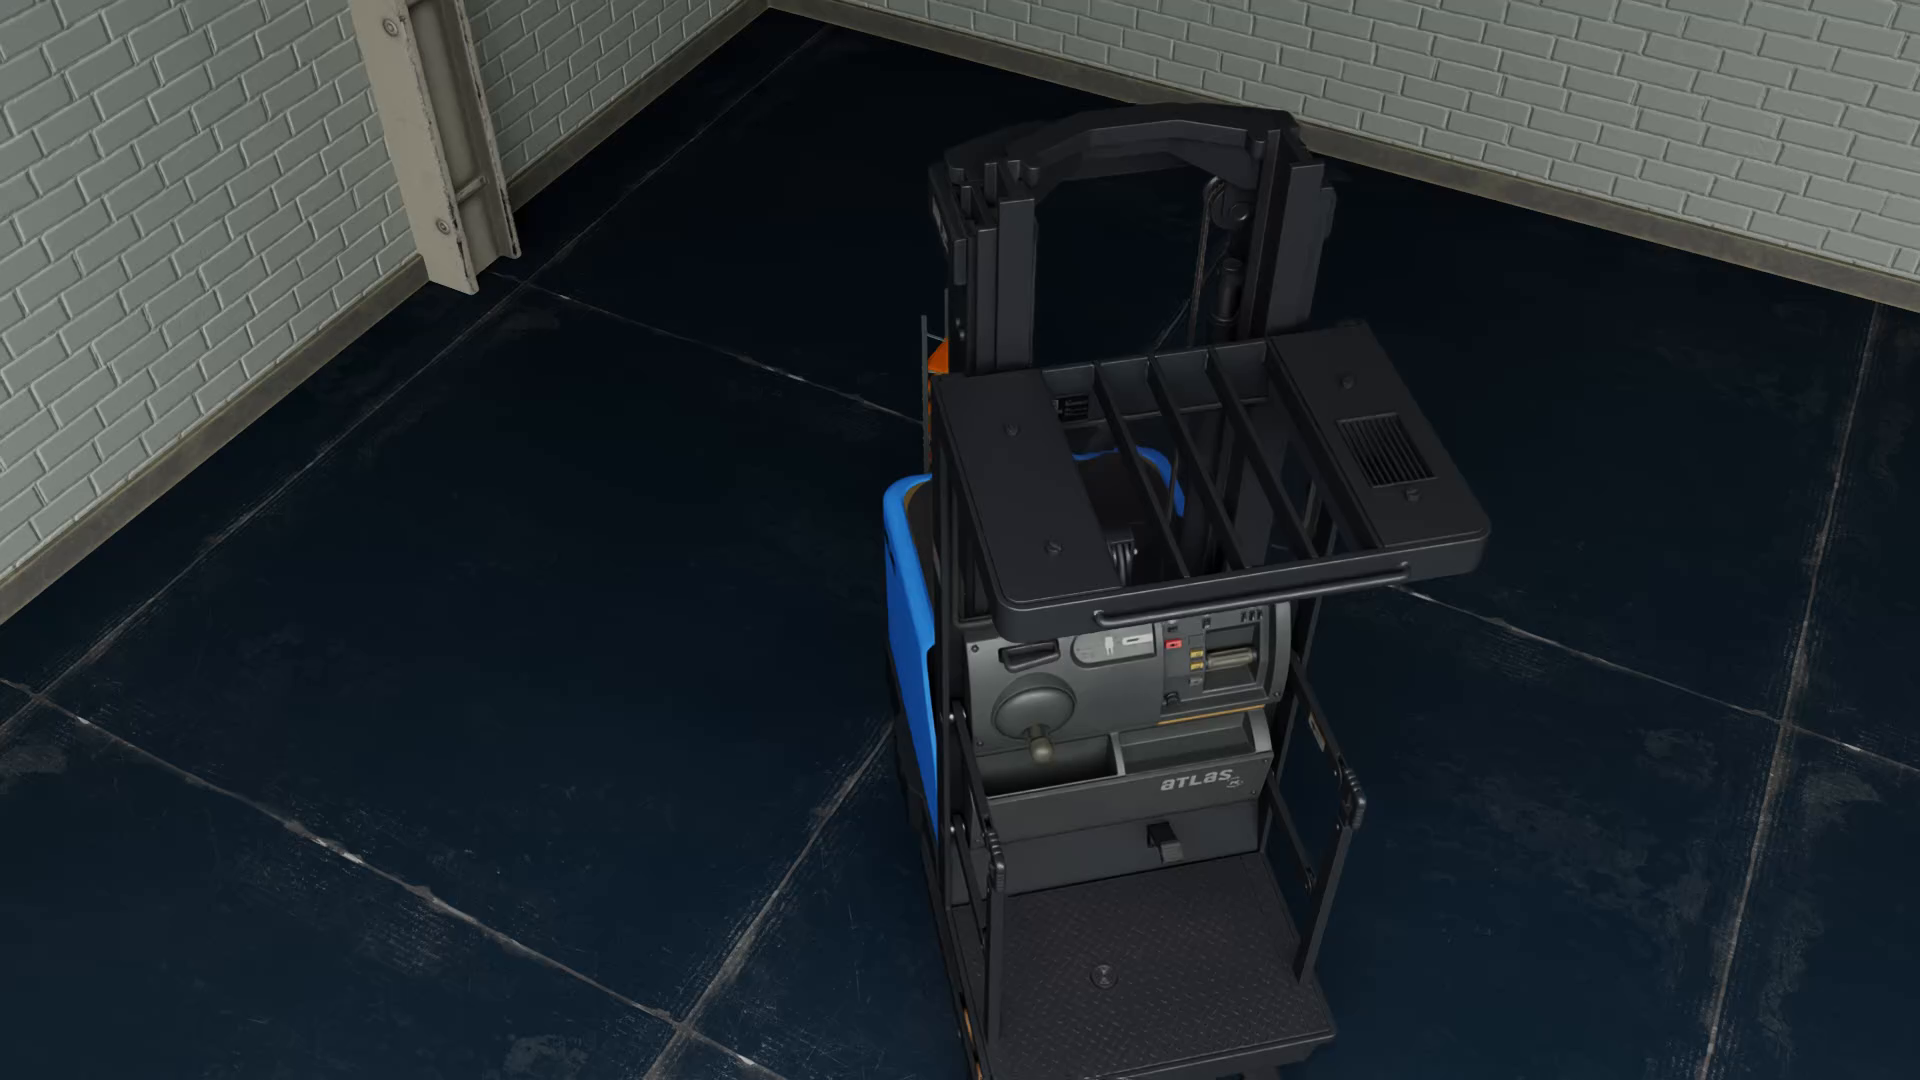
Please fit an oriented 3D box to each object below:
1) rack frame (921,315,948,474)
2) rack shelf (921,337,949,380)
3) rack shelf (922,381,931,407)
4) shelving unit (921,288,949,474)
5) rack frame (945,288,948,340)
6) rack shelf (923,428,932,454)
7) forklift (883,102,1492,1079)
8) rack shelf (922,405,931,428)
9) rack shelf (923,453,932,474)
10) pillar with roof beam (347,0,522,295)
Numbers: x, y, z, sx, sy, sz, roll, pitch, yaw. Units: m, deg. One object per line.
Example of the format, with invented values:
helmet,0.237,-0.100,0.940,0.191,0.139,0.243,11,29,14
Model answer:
rack frame,-0.036,-0.373,6.555,0.240,1.200,0.006,20,49,19
rack shelf,0.007,-0.653,6.388,0.258,0.103,0.180,20,49,19
rack shelf,0.007,-0.568,6.473,0.258,0.103,0.180,20,49,19
shelving unit,0.007,-0.431,6.612,0.258,1.200,0.189,20,49,19
rack frame,0.049,-0.489,6.669,0.240,1.200,0.006,20,49,19
rack shelf,0.007,-0.400,6.644,0.258,0.103,0.180,20,49,19
forklift,0.523,0.469,4.505,1.130,2.935,3.031,-8,46,-8
rack shelf,0.007,-0.484,6.558,0.258,0.103,0.180,20,49,19
rack shelf,0.007,-0.315,6.729,0.258,0.103,0.180,20,49,19
pillar with roof beam,1.357,-3.128,3.794,9.100,9.000,0.400,20,49,19
